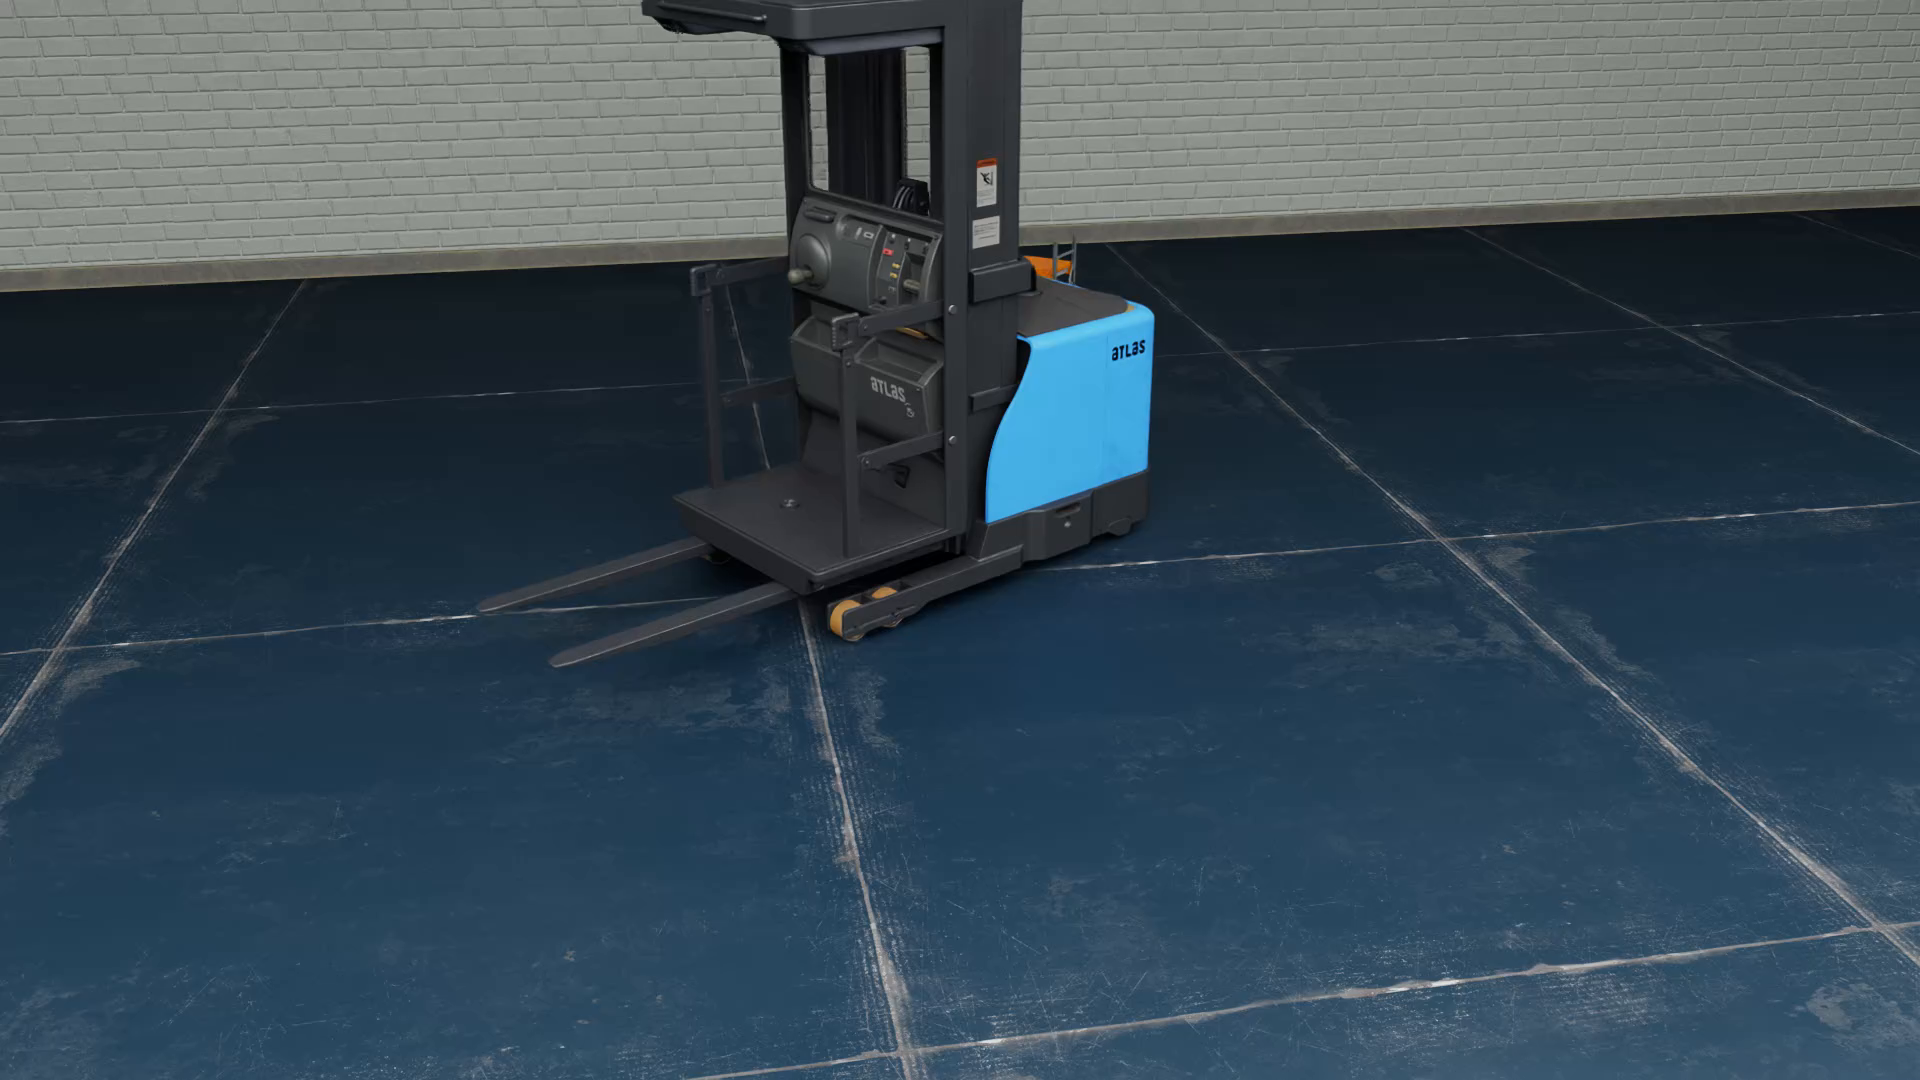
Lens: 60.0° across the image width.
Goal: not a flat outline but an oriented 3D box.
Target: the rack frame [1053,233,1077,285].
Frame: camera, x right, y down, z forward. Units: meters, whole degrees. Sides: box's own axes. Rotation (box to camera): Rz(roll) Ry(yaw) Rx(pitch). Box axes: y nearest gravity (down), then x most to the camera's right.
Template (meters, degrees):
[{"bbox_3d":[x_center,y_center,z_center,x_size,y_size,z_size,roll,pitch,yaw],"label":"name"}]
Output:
[{"bbox_3d":[0.507,-0.925,8.359,0.015,1.200,0.240,12,25,26],"label":"rack frame"}]

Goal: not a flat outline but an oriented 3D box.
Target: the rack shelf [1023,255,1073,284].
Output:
[{"bbox_3d":[0.298,-1.335,8.318,0.480,0.148,0.258,12,25,26],"label":"rack shelf"}]

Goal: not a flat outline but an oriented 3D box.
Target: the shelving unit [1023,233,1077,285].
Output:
[{"bbox_3d":[0.293,-0.972,8.467,0.503,1.200,0.258,12,25,26],"label":"shelving unit"}]

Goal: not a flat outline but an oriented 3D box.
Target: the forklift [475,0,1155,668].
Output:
[{"bbox_3d":[-0.557,-1.166,6.757,3.031,2.935,1.130,-19,30,-37],"label":"forklift"}]
